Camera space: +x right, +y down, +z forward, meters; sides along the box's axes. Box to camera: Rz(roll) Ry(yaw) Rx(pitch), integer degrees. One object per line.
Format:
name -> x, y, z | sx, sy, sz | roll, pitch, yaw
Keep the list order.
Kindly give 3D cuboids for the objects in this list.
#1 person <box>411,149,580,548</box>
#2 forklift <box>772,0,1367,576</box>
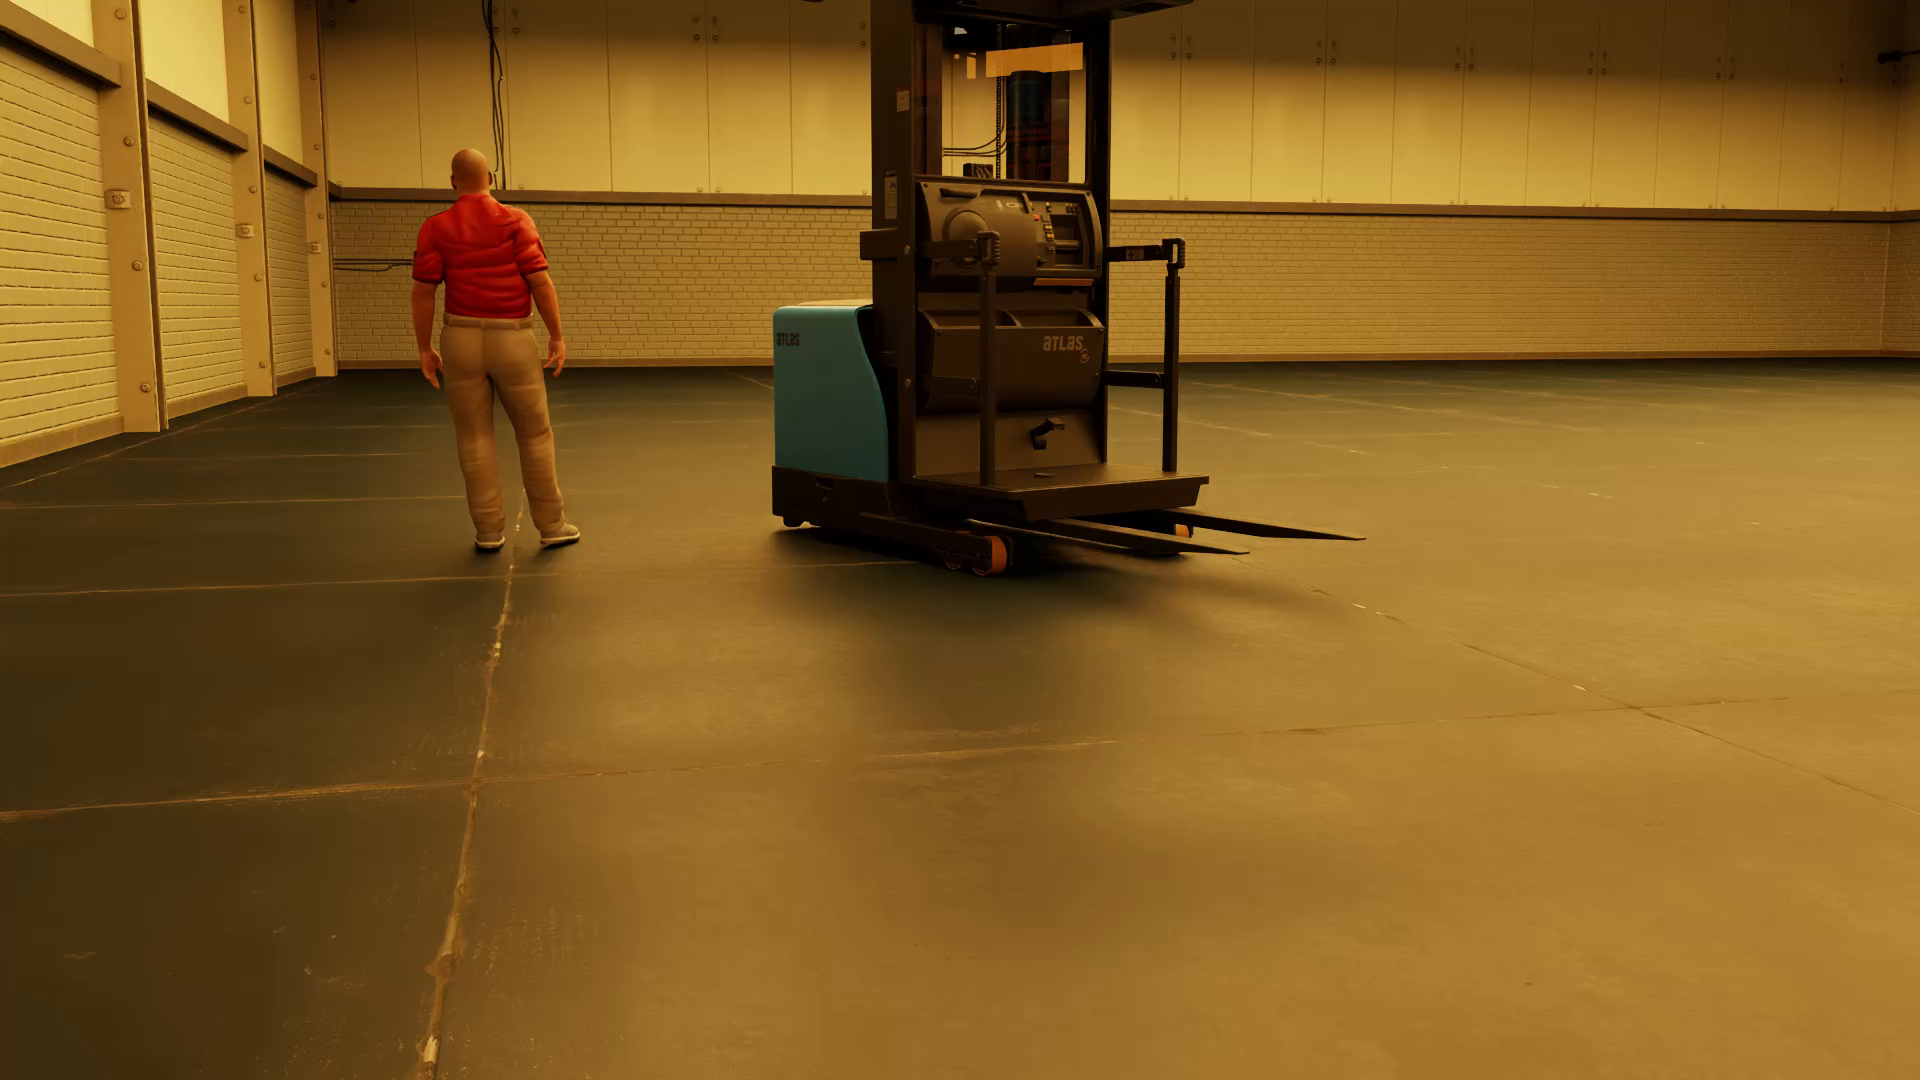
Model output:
person -> -2.051, -0.828, 7.336 | 0.640, 1.727, 0.551 | -1, 8, -6
forklift -> 0.355, -1.383, 7.015 | 1.130, 2.935, 3.031 | -6, 10, -35
